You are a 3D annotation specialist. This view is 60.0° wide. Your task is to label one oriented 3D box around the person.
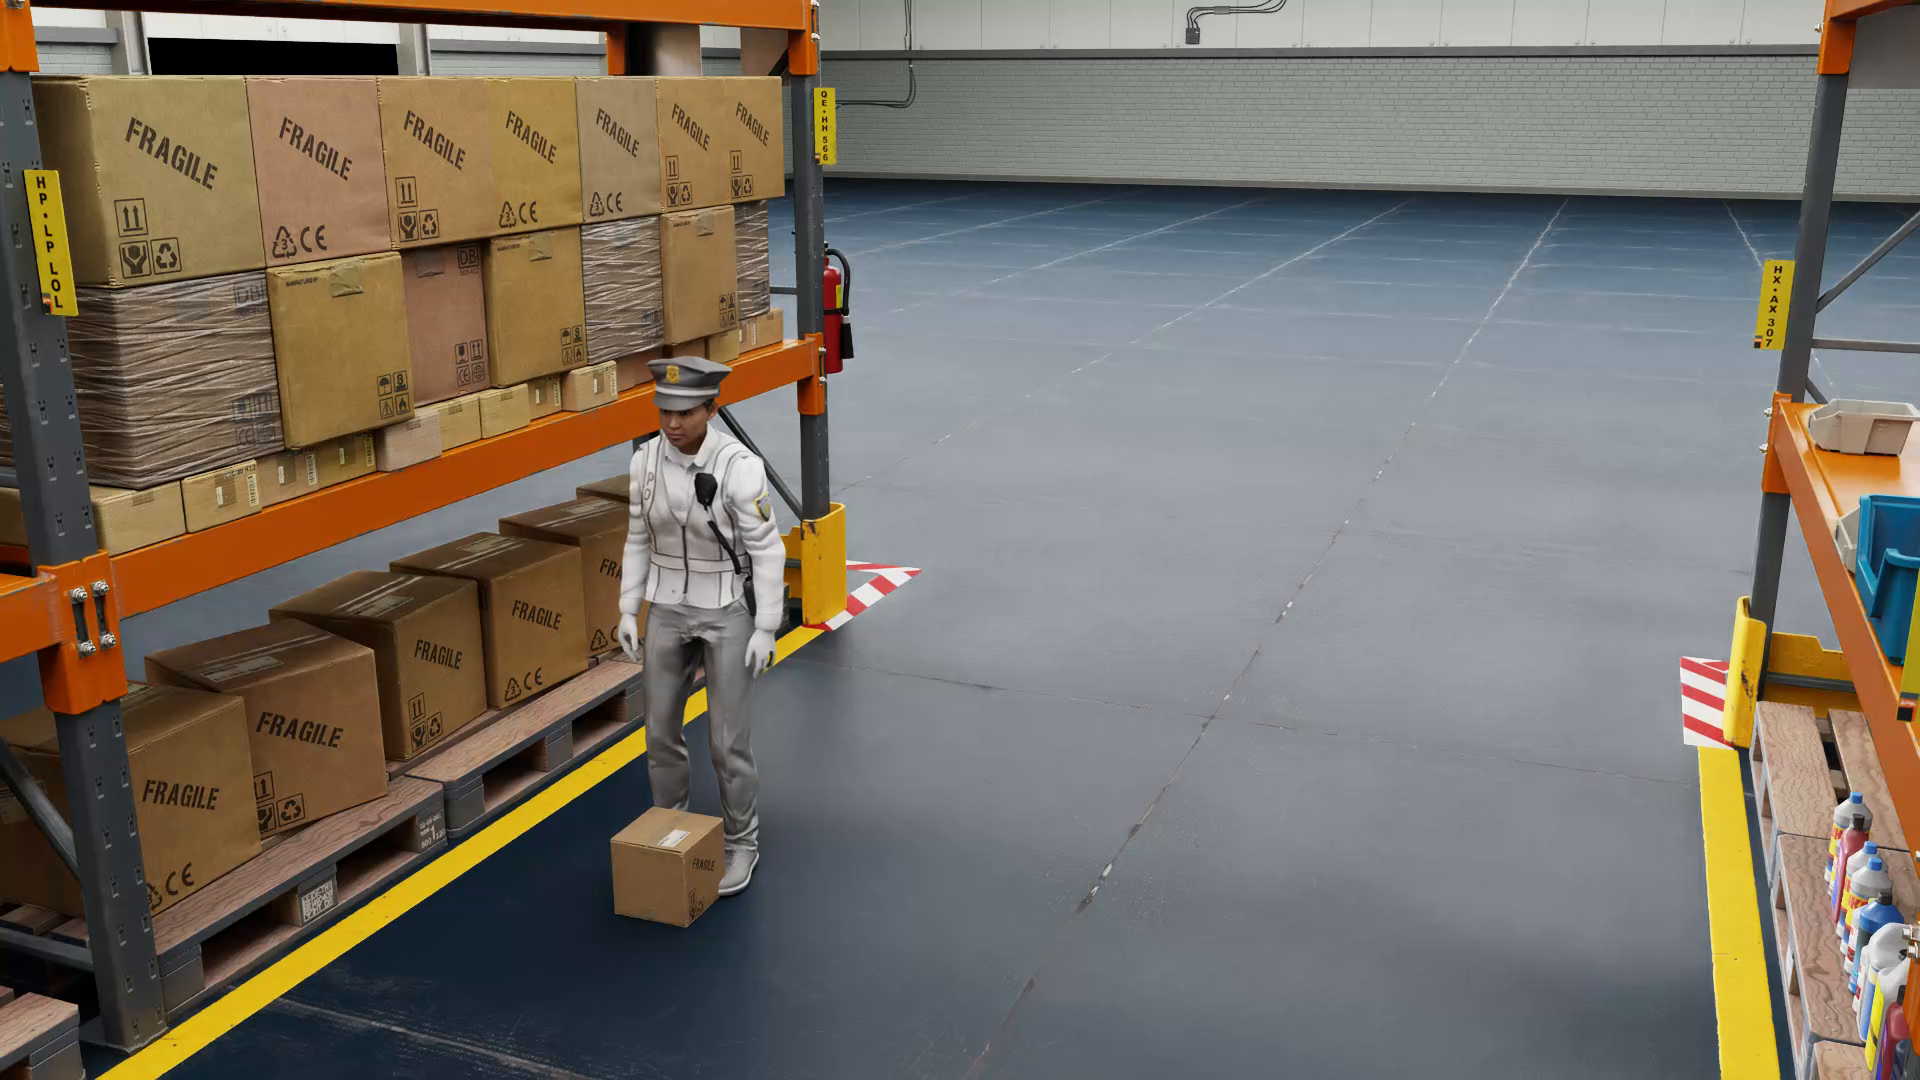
[{"bbox_3d":[-0.797,0.253,5.101,0.547,1.666,0.371,5,16,18],"label":"person"}]
